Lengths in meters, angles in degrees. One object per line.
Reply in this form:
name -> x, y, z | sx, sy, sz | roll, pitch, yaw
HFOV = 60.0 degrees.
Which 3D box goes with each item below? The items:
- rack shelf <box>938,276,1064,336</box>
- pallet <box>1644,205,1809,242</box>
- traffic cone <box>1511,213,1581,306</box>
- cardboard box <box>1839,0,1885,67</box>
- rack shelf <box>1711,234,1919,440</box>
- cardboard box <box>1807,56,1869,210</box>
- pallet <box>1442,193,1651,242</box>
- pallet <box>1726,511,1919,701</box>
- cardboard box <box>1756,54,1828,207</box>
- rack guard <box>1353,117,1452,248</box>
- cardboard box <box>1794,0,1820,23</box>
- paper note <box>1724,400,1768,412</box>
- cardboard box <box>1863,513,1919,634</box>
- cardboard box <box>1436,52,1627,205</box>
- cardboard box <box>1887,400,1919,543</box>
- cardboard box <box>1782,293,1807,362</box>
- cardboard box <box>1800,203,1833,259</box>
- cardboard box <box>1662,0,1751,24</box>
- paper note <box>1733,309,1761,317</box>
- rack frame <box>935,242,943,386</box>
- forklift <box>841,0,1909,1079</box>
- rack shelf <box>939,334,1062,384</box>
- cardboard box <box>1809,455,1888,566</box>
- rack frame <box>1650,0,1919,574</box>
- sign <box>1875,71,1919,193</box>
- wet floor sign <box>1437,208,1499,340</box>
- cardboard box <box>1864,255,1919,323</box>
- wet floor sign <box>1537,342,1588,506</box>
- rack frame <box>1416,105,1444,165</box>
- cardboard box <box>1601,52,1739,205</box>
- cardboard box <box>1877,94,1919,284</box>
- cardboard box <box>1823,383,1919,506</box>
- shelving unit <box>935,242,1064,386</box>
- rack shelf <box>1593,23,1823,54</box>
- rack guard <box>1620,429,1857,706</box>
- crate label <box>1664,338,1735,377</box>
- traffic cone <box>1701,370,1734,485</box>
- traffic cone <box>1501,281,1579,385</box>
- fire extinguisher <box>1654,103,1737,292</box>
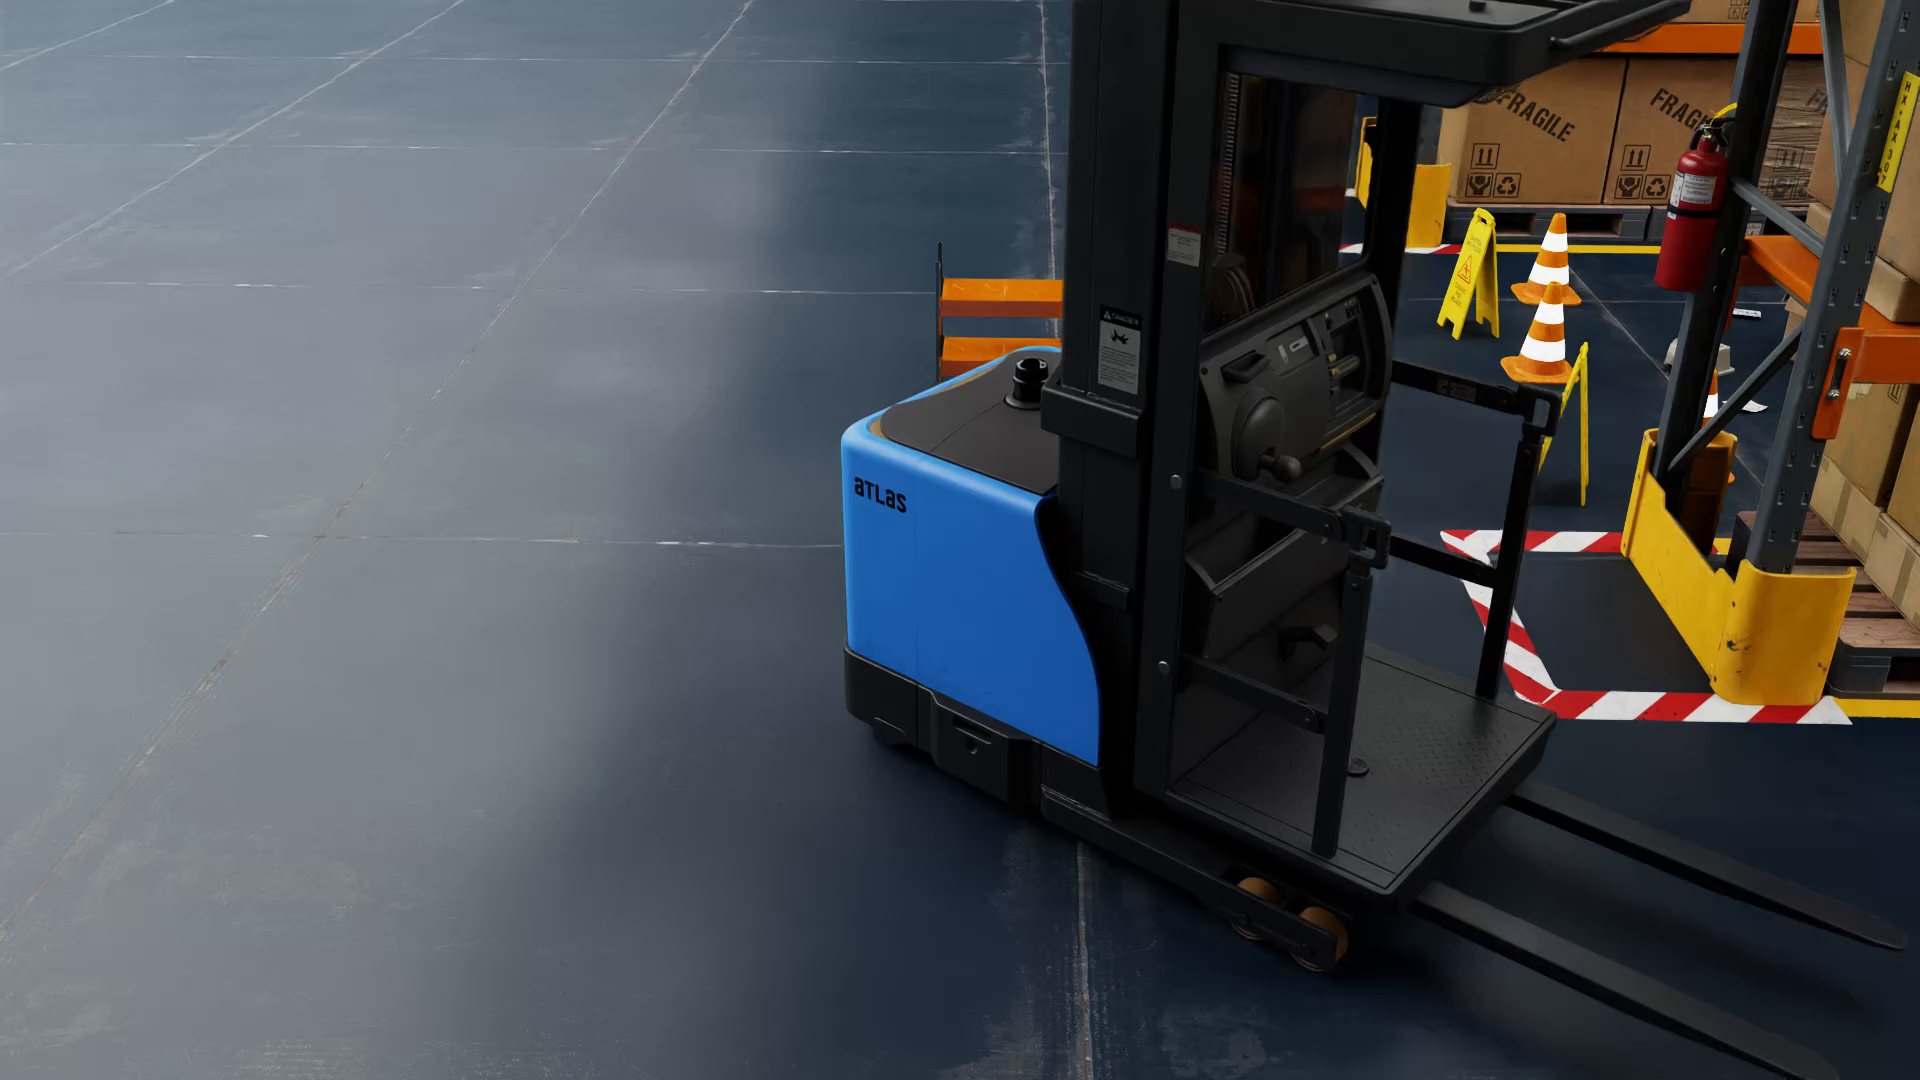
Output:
rack shelf -> 0.165, -0.875, 6.218 | 0.480, 0.148, 0.258 | 1, 28, 2
pallet -> 4.796, -2.128, 10.478 | 1.213, 0.211, 1.003 | 1, 28, 2
traffic cone -> 3.259, -1.564, 9.145 | 0.334, 0.463, 0.336 | 1, 28, 2
cardboard box -> 3.223, -1.751, 5.297 | 0.500, 0.500, 0.700 | 0, 28, 1
rack shelf -> 4.703, -0.689, 5.553 | 4.000, 0.370, 1.077 | 1, 28, 2
cardboard box -> 3.257, -1.335, 5.580 | 0.500, 0.500, 0.500 | 0, 28, 1
pallet -> 3.580, -2.150, 10.518 | 1.213, 0.211, 1.003 | 1, 28, 2
pallet -> 3.591, 0.223, 6.041 | 1.213, 0.211, 1.003 | 1, 28, 2
cardboard box -> 5.249, -2.595, 10.202 | 0.875, 0.875, 0.875 | 1, 28, 2
rack guard -> 2.754, -2.254, 10.407 | 0.348, 0.500, 1.175 | 1, 28, 2
cardboard box -> 4.788, -3.384, 9.708 | 0.500, 0.550, 0.875 | 1, 28, 2
paper note -> 3.720, -0.644, 7.871 | 0.142, 0.019, 0.148 | -9, 29, -16
cardboard box -> 3.501, 0.132, 5.723 | 0.500, 0.250, 0.500 | 1, 28, 1
cardboard box -> 3.458, -2.625, 10.258 | 0.875, 0.875, 0.875 | 1, 28, 2
cardboard box -> 3.525, -0.199, 5.548 | 0.500, 0.500, 0.500 | 0, 28, 0
cardboard box -> 4.549, -1.093, 8.212 | 0.637, 0.503, 0.797 | -20, 34, -33
cardboard box -> 3.086, -1.023, 5.683 | 0.250, 0.149, 0.380 | 2, 28, 4
cardboard box -> 4.256, -3.373, 9.688 | 0.550, 0.550, 0.875 | 1, 28, 2
paper note -> 4.244, -1.226, 8.970 | 0.142, 0.017, 0.144 | 11, 30, 19
rack frame -> -0.078, -0.531, 6.410 | 0.015, 1.200, 0.240 | 1, 28, 2
forklift -> 1.072, -0.412, 4.336 | 3.031, 2.935, 1.130 | 22, 35, 35
rack shelf -> 0.165, -0.666, 6.329 | 0.480, 0.148, 0.258 | 1, 28, 2
cardboard box -> 3.546, -0.123, 6.204 | 0.500, 0.250, 0.500 | 1, 28, 2
rack frame -> 2.705, -1.040, 5.447 | 0.127, 3.000, 1.000 | 1, 28, 2
sign -> 2.686, -1.168, 4.765 | 0.005, 0.325, 0.100 | 1, 28, 2
wet floor sign -> 2.680, -1.392, 8.625 | 0.232, 0.644, 0.267 | -4, 28, -7
cardboard box -> 3.037, -0.826, 5.313 | 0.250, 0.149, 0.380 | 1, 28, 2
wet floor sign -> 2.553, -0.504, 6.949 | 0.232, 0.644, 0.267 | 11, 30, 19
rack frame -> 2.778, -3.359, 9.821 | 0.127, 3.000, 1.000 | 1, 28, 2
cardboard box -> 4.338, -2.611, 10.232 | 0.875, 0.875, 0.875 | 1, 28, 1
cardboard box -> 3.168, -1.078, 5.094 | 0.500, 0.500, 0.500 | 1, 28, 1
cardboard box -> 3.514, -0.451, 6.022 | 0.500, 0.500, 0.500 | 1, 28, 2
shelving unit -> 0.165, -0.527, 6.402 | 0.503, 1.200, 0.258 | 1, 28, 2
rack shelf -> 4.777, -3.008, 9.927 | 4.000, 0.370, 1.077 | 1, 28, 2
rack guard -> 2.781, 0.066, 6.030 | 0.348, 0.500, 1.175 | 1, 28, 2
crate label -> 3.667, -0.913, 8.264 | 0.298, 0.136, 0.250 | -14, 31, -24
traffic cone -> 3.180, -0.516, 7.167 | 0.334, 0.463, 0.336 | 1, 28, 2
traffic cone -> 2.879, -1.041, 8.158 | 0.334, 0.463, 0.336 | 1, 28, 2
fire extinguisher -> 2.606, -1.223, 5.876 | 0.183, 0.674, 0.296 | 1, 28, 2
